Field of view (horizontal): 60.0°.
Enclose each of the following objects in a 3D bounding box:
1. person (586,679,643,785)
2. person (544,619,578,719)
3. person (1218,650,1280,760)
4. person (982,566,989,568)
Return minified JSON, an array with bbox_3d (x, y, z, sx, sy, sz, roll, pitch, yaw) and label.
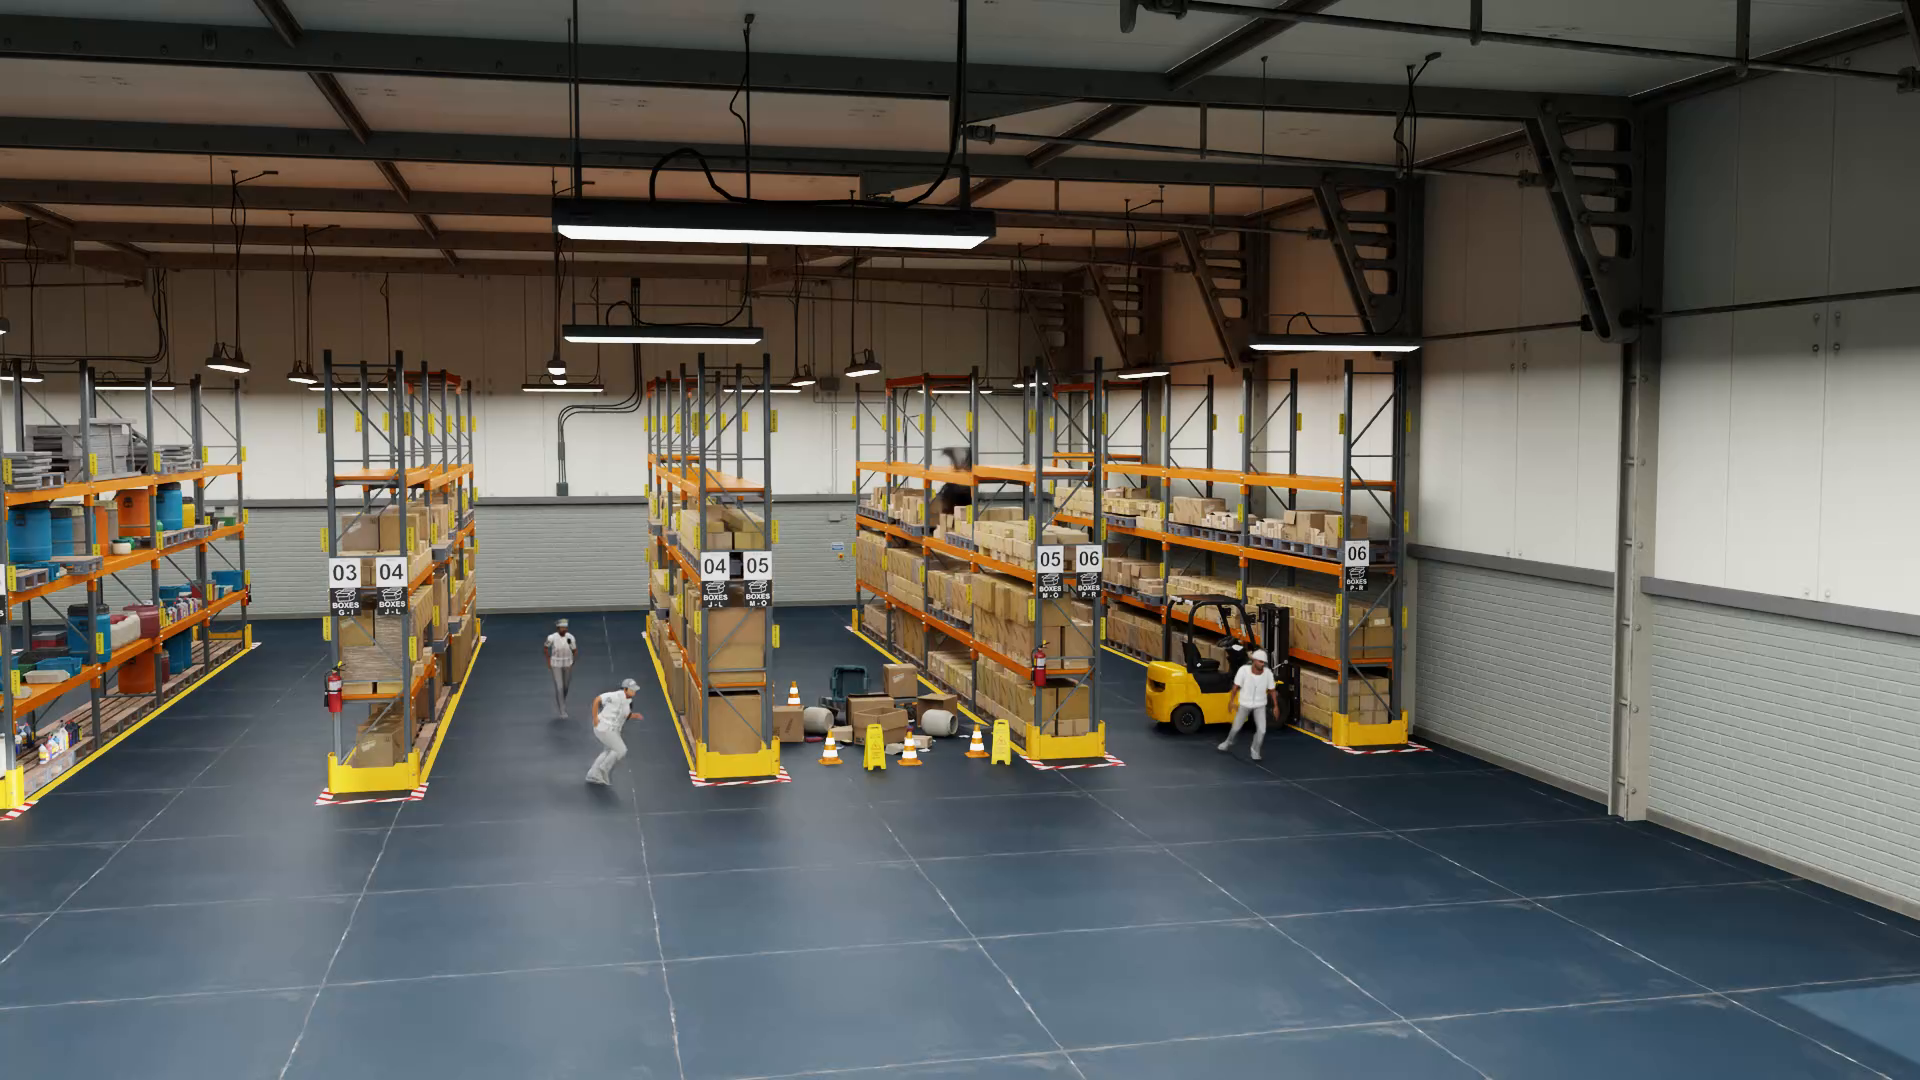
[{"bbox_3d":[-4.812,2.648,22.951,0.885,1.498,0.644,1,4,19],"label":"person"},{"bbox_3d":[-6.869,2.183,28.626,0.551,1.690,0.914,-2,4,-27],"label":"person"},{"bbox_3d":[4.327,2.435,24.873,0.862,1.665,0.792,0,4,2],"label":"person"},{"bbox_3d":[0.713,1.467,38.144,0.643,1.761,0.850,-2,5,-31],"label":"person"}]
